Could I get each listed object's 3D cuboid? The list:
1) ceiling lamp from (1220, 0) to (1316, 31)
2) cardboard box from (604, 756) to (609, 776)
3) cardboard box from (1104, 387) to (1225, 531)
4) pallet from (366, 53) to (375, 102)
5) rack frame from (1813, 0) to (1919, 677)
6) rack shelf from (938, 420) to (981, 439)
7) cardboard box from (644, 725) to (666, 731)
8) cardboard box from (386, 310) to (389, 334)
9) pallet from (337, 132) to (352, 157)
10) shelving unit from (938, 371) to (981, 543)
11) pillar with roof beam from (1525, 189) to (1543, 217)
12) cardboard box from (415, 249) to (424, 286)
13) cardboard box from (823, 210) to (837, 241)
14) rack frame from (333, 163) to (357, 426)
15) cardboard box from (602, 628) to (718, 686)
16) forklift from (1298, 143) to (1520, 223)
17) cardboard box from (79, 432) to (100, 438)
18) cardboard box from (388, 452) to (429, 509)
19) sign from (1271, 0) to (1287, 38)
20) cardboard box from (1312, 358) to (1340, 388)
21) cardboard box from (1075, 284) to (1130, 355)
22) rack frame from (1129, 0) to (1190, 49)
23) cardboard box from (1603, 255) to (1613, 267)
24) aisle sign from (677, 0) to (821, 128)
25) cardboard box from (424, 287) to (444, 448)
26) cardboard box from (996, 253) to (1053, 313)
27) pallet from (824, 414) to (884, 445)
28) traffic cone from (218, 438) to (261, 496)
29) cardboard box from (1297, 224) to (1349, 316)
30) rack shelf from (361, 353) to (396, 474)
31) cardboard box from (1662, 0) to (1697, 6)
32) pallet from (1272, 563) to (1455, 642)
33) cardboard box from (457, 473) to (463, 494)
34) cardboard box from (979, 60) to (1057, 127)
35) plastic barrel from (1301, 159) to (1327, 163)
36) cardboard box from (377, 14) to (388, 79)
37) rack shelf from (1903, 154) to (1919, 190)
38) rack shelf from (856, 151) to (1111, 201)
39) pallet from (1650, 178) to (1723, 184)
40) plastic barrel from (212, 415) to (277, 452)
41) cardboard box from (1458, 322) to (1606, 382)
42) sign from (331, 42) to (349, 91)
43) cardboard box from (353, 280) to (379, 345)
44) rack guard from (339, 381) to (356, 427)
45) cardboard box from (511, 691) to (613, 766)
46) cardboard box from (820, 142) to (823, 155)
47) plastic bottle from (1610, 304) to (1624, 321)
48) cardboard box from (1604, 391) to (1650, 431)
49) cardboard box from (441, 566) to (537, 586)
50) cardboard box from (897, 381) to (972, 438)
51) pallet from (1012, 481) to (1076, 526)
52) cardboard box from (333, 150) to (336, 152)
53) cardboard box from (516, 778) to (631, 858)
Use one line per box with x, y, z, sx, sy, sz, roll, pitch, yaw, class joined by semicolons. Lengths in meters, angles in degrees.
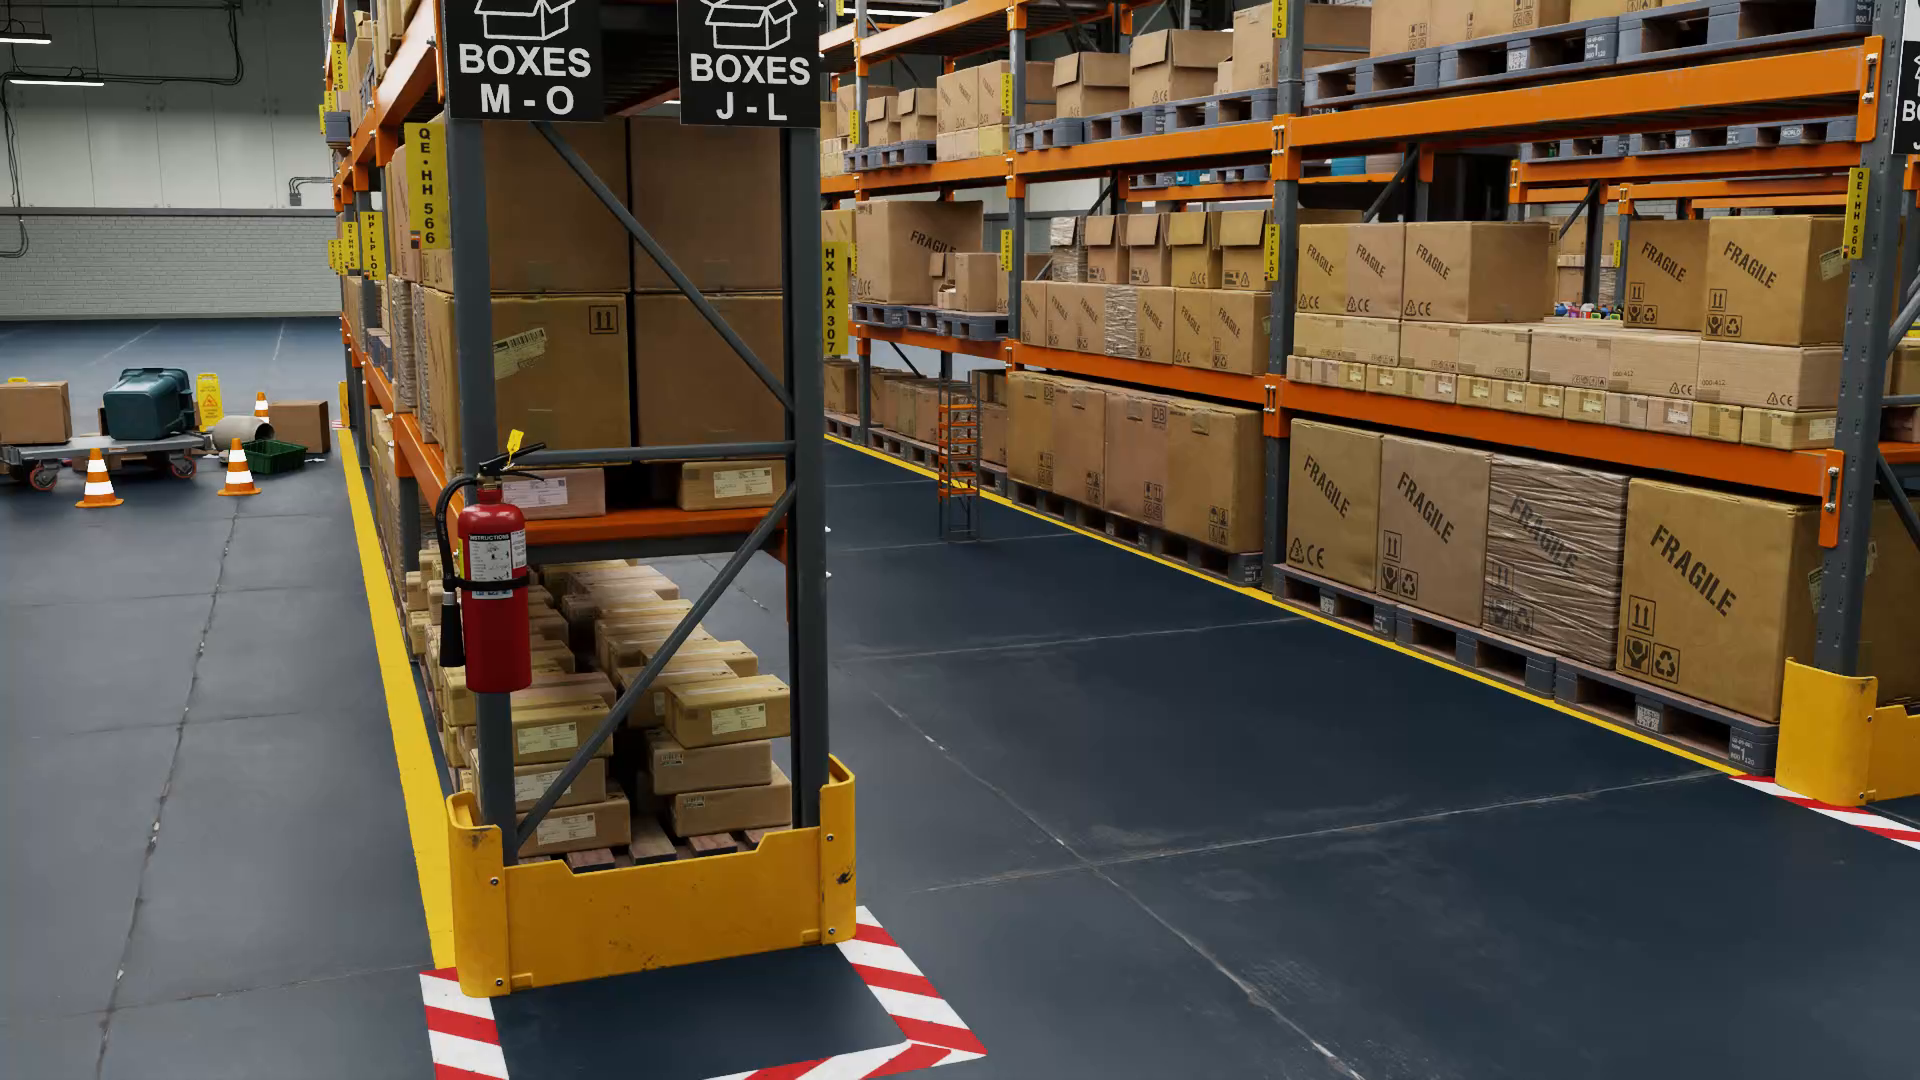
5.560;-10.764;30.071;2.000;3.185;0.800;-4;11;-21;ceiling lamp
-1.380;0.699;5.519;0.380;0.149;0.250;-4;11;-22;cardboard box
1.756;-0.598;11.587;1.225;0.875;0.875;-4;11;-23;cardboard box
-2.453;-2.382;8.719;1.213;0.211;1.003;-4;11;-21;pallet
3.781;-0.536;6.368;1.000;3.000;0.127;-4;11;-21;rack frame
-0.005;-0.786;11.794;0.258;0.103;0.180;-4;11;-21;rack shelf
-0.876;0.663;5.721;0.380;0.149;0.250;-4;11;-21;cardboard box
-3.608;-1.453;11.041;0.380;0.149;0.250;-3;11;-18;cardboard box
-4.468;-3.211;13.383;1.003;0.211;1.213;-3;11;-18;pallet
-0.005;-0.593;11.828;0.258;1.200;0.189;-4;11;-21;shelving unit
6.706;-7.691;29.462;9.100;9.000;0.548;-4;11;-21;pillar with roof beam
-1.657;-1.151;5.838;0.500;0.500;0.500;-3;11;-18;cardboard box
-1.170;-3.320;18.030;0.500;0.500;0.500;-4;11;-21;cardboard box
-6.677;-2.849;19.373;1.000;3.000;0.127;-4;11;-21;rack frame
-1.103;0.437;6.138;0.380;0.149;0.250;-4;11;-24;cardboard box
2.987;-1.463;11.775;3.031;2.935;1.130;8;13;40;forklift
-8.896;-1.029;17.282;0.380;0.149;0.250;2;10;9;cardboard box
-2.834;-0.341;9.071;0.500;0.250;0.500;-4;11;-22;cardboard box
1.829;-3.039;9.500;0.100;0.325;0.005;-4;11;-21;sign
2.224;-0.953;9.429;0.380;0.149;0.250;-4;11;-23;cardboard box
1.182;-1.627;12.215;0.500;0.500;0.500;-4;11;-22;cardboard box
2.599;-6.415;22.291;1.000;3.000;0.127;-4;11;-21;rack frame
8.368;-3.522;21.017;0.380;0.149;0.250;-4;11;-21;cardboard box
-0.573;-1.525;4.503;0.394;0.787;0.004;-4;11;-21;aisle sign
-1.463;-0.575;5.451;0.500;0.500;0.500;-4;11;-22;cardboard box
0.649;-2.183;14.144;0.500;0.500;0.500;-5;11;-28;cardboard box
-0.844;-1.229;18.227;1.003;0.211;1.213;-4;11;-21;pallet
-6.149;-0.633;14.155;0.336;0.463;0.334;-4;11;-21;traffic cone
2.267;-1.536;9.429;0.500;0.500;0.500;-4;11;-21;cardboard box
-3.053;-0.863;10.259;1.077;0.370;4.000;-4;11;-21;rack shelf
3.451;-2.499;7.068;0.700;0.500;0.500;-4;11;-23;cardboard box
2.534;0.313;9.557;1.003;0.211;1.213;-4;11;-21;pallet
-1.420;-0.232;5.377;0.380;0.149;0.250;-4;11;-21;cardboard box
0.476;-3.676;13.742;0.500;0.500;0.500;-4;11;-19;cardboard box
4.076;-4.630;19.302;0.421;0.512;0.421;0;10;0;plastic barrel
-2.216;-2.120;7.136;0.500;0.250;0.500;-4;11;-22;cardboard box
7.672;-2.299;9.770;1.077;0.370;4.000;-4;11;-21;rack shelf
0.157;-3.291;15.344;1.077;0.370;4.000;-4;11;-21;rack shelf
8.998;-4.362;19.859;0.805;0.209;1.217;-4;11;-23;pallet
-7.068;-1.016;16.422;0.512;0.421;0.421;3;11;18;plastic barrel
2.797;-0.921;8.114;0.500;0.250;0.500;-4;11;-21;cardboard box
-4.298;-3.280;11.526;0.100;0.325;0.005;-4;11;-21;sign
-4.552;-1.812;13.257;0.500;0.500;0.500;-4;11;-22;cardboard box
-6.685;-1.622;19.614;1.175;0.500;0.348;-4;11;-21;rack guard
-1.307;0.596;5.247;0.380;0.149;0.250;-4;11;-20;cardboard box
-1.437;-4.343;18.497;0.380;0.149;0.250;-3;11;-18;cardboard box
5.611;-1.869;14.198;0.061;0.283;0.133;-4;11;-21;plastic bottle
3.069;-0.574;7.298;0.380;0.149;0.250;-4;11;-20;cardboard box
-2.099;0.211;7.412;0.380;0.149;0.250;-4;11;-22;cardboard box
-0.210;-1.300;16.544;0.700;0.500;0.500;-4;11;-21;cardboard box
1.097;-0.335;13.202;1.003;0.211;1.213;-4;11;-21;pallet
-6.485;-4.217;17.731;0.380;0.149;0.250;-4;11;-21;cardboard box
-1.264;0.887;5.312;0.380;0.149;0.250;-4;11;-20;cardboard box
